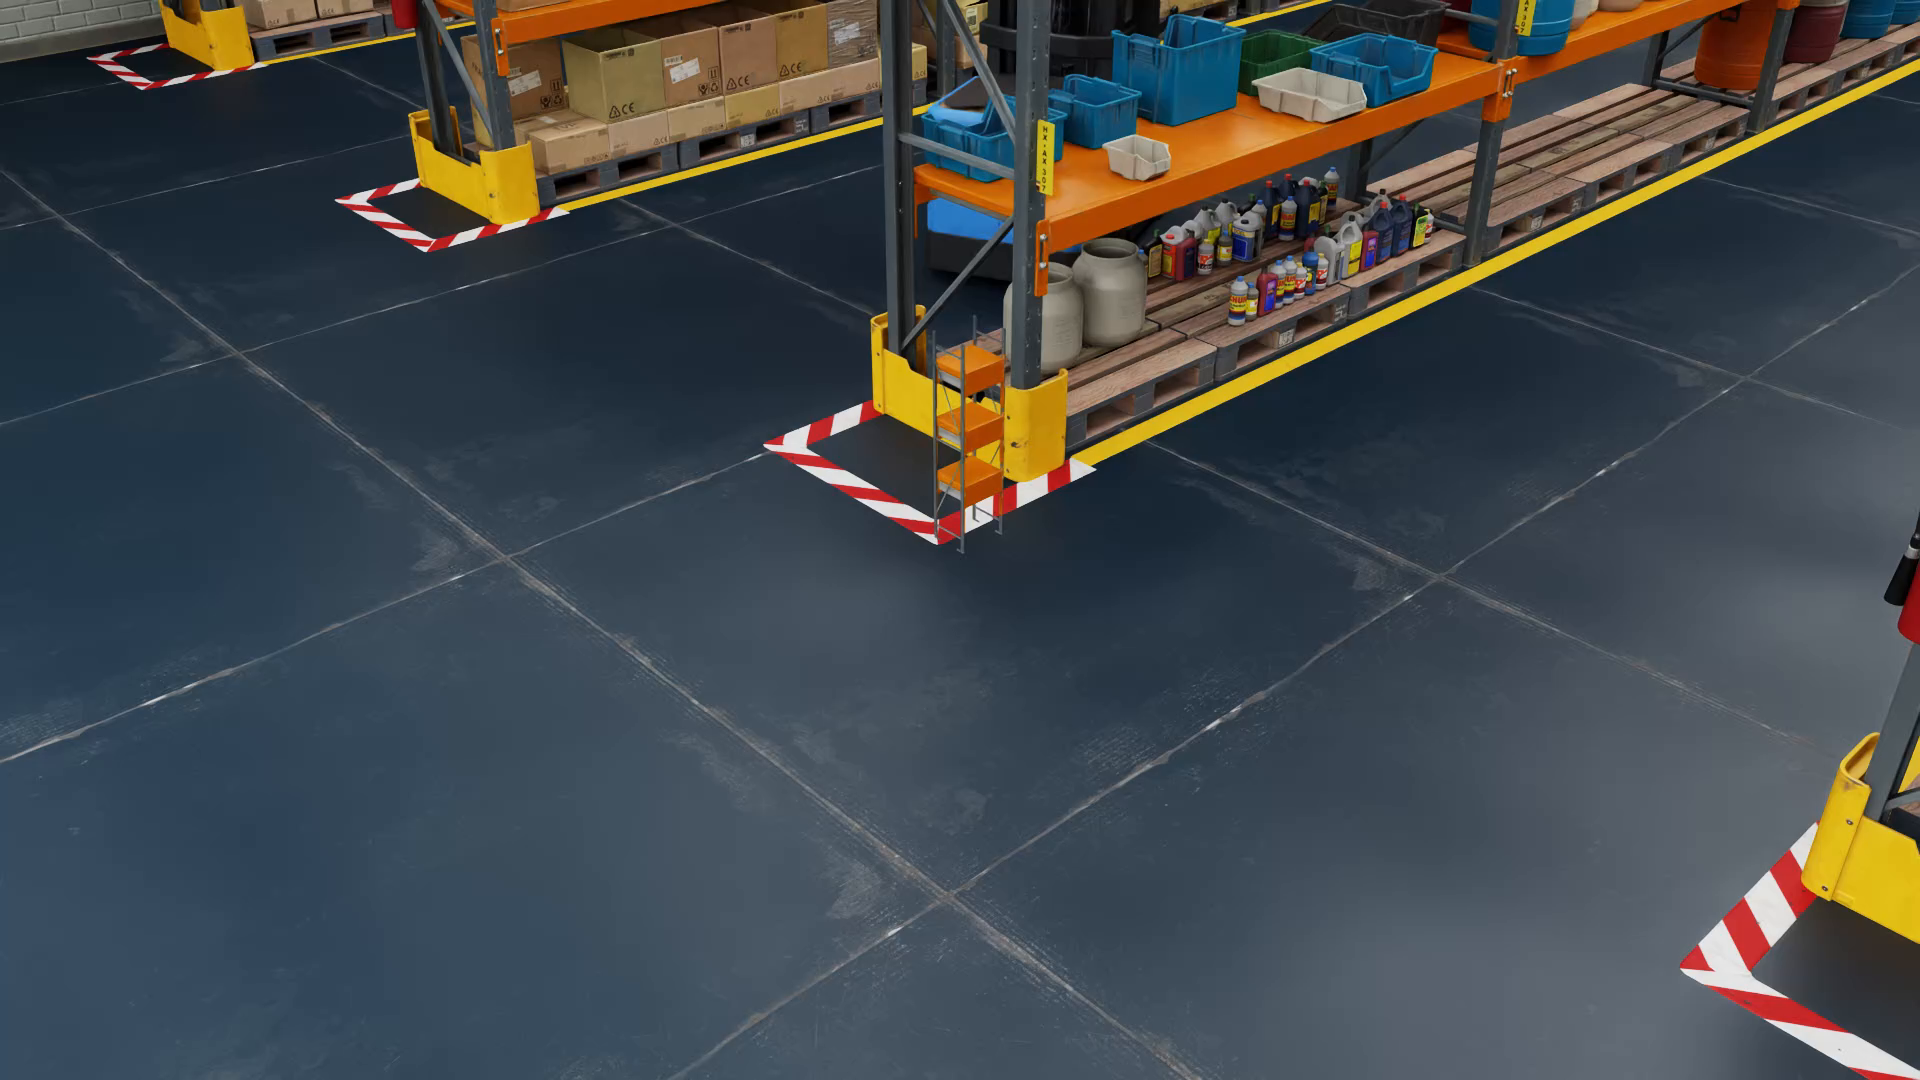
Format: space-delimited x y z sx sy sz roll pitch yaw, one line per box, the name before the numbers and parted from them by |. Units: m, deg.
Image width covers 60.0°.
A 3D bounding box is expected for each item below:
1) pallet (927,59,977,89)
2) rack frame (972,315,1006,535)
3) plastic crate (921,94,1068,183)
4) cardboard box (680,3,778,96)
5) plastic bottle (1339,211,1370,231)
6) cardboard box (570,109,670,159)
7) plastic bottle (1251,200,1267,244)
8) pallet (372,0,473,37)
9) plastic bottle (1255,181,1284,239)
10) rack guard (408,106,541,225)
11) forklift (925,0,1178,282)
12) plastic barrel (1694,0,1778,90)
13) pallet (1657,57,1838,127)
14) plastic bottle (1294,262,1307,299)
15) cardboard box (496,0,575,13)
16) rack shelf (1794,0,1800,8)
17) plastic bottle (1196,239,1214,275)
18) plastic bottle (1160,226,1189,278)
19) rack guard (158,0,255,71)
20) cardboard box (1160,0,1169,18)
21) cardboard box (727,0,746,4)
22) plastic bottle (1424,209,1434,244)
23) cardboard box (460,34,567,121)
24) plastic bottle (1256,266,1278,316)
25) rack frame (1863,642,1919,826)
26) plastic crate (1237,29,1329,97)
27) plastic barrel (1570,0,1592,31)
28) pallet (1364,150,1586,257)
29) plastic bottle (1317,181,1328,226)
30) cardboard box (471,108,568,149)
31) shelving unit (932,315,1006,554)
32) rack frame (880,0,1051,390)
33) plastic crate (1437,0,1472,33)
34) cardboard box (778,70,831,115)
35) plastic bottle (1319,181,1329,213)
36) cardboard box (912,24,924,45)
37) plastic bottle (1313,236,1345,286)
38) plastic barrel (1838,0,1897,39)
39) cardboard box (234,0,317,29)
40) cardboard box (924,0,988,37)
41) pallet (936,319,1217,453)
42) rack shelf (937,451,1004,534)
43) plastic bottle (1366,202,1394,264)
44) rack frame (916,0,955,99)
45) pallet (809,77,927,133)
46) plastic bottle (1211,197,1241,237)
pallet | 0.090 -4.192 14.403 1.213 0.211 1.003 -26 40 -35
rack frame | 0.129 -0.510 7.578 0.008 1.050 0.200 -26 40 -35
plastic crate | 0.171 -2.019 8.319 0.616 0.251 0.499 -26 40 -35
cardboard box | -1.711 -3.649 12.356 0.500 0.500 0.500 -26 40 -35
plastic bottle | 2.405 -1.876 10.132 0.135 0.276 0.152 -26 40 -35
cardboard box | -2.449 -2.977 11.976 0.500 0.250 0.500 -26 40 -35
plastic bottle | 1.846 -1.972 10.293 0.097 0.271 0.097 0 31 0
pallet | -5.158 -5.123 15.925 1.213 0.211 1.003 -26 40 -35
plastic bottle | 1.928 -2.072 10.381 0.144 0.351 0.185 27 41 37
rack guard | -3.375 -2.612 11.542 0.348 0.500 1.175 -26 40 -35
forklift | 0.831 -3.519 10.695 1.130 2.935 3.031 13 34 20
plastic barrel | 6.221 -4.061 13.194 0.708 0.830 0.600 -26 40 -35
pallet | 6.424 -3.734 13.654 1.213 0.211 1.003 -26 40 -35
plastic bottle | 1.947 -1.500 9.589 0.097 0.201 0.097 0 31 0
cardboard box | -3.006 -3.890 11.140 0.500 0.500 0.700 -26 40 -35
rack shelf | 7.341 -5.031 13.791 4.000 0.370 1.077 -26 40 -35
plastic bottle | 1.460 -1.690 9.900 0.097 0.201 0.097 0 31 0
plastic bottle | 1.260 -1.714 9.867 0.135 0.276 0.152 -25 40 -35
rack guard | -6.673 -4.541 14.697 0.348 0.500 1.175 -26 40 -35
cardboard box | 1.543 -4.889 15.103 0.500 0.250 0.500 -25 39 -34
cardboard box | -1.710 -4.032 12.983 0.500 0.500 0.500 -26 40 -35
plastic bottle | 2.887 -1.955 10.333 0.097 0.201 0.097 0 31 0
cardboard box | -3.166 -3.317 11.813 0.500 0.500 0.500 -26 40 -35
plastic bottle | 1.728 -1.416 9.373 0.133 0.283 0.061 -25 39 -35
rack frame | 3.375 0.104 4.704 0.127 3.000 1.000 -26 40 -35
plastic crate | 1.754 -2.745 9.567 0.662 0.188 0.450 -26 40 -35
plastic barrel | 3.792 -3.523 10.505 0.433 0.535 0.433 0 31 0
pallet | 3.490 -2.313 11.330 1.213 0.211 1.003 -26 40 -35
plastic bottle | 2.264 -2.127 10.535 0.133 0.283 0.061 -26 40 -35
cardboard box | -3.165 -2.996 12.007 0.500 0.250 0.500 -26 40 -35
shelving unit | 0.039 -0.467 7.507 0.252 1.050 0.215 -26 40 -35
rack frame | 0.008 -1.790 7.803 0.127 3.000 1.000 -26 40 -35
plastic crate | 3.088 -3.525 10.579 0.583 0.464 0.402 -26 40 -35
cardboard box | -1.346 -3.507 12.843 0.500 0.250 0.500 -26 40 -35
plastic bottle | 2.335 -2.222 10.769 0.097 0.201 0.097 0 31 0
cardboard box | -0.317 -4.369 14.254 0.500 0.250 0.500 -26 40 -36
plastic bottle | 2.165 -1.657 9.774 0.135 0.276 0.152 -25 39 -35
plastic barrel | 7.877 -4.893 14.486 0.708 0.901 0.600 -26 40 -35
cardboard box | -6.160 -4.832 14.932 0.500 0.311 0.500 24 39 34
cardboard box | 0.048 -4.402 13.769 0.500 0.311 0.500 -26 40 -35
pallet | 0.631 -0.932 9.072 1.213 0.211 1.003 -26 40 -35
rack shelf | 0.039 -0.221 7.658 0.240 0.259 0.215 -26 40 -35
plastic bottle | 2.524 -1.860 10.034 0.144 0.351 0.185 27 40 37
rack frame | -0.424 -5.105 13.224 0.127 3.000 1.000 -26 40 -35
pallet | -1.036 -3.650 13.516 1.213 0.211 1.003 -26 40 -35
plastic bottle | 1.617 -1.922 10.135 0.185 0.351 0.144 -26 40 -36
